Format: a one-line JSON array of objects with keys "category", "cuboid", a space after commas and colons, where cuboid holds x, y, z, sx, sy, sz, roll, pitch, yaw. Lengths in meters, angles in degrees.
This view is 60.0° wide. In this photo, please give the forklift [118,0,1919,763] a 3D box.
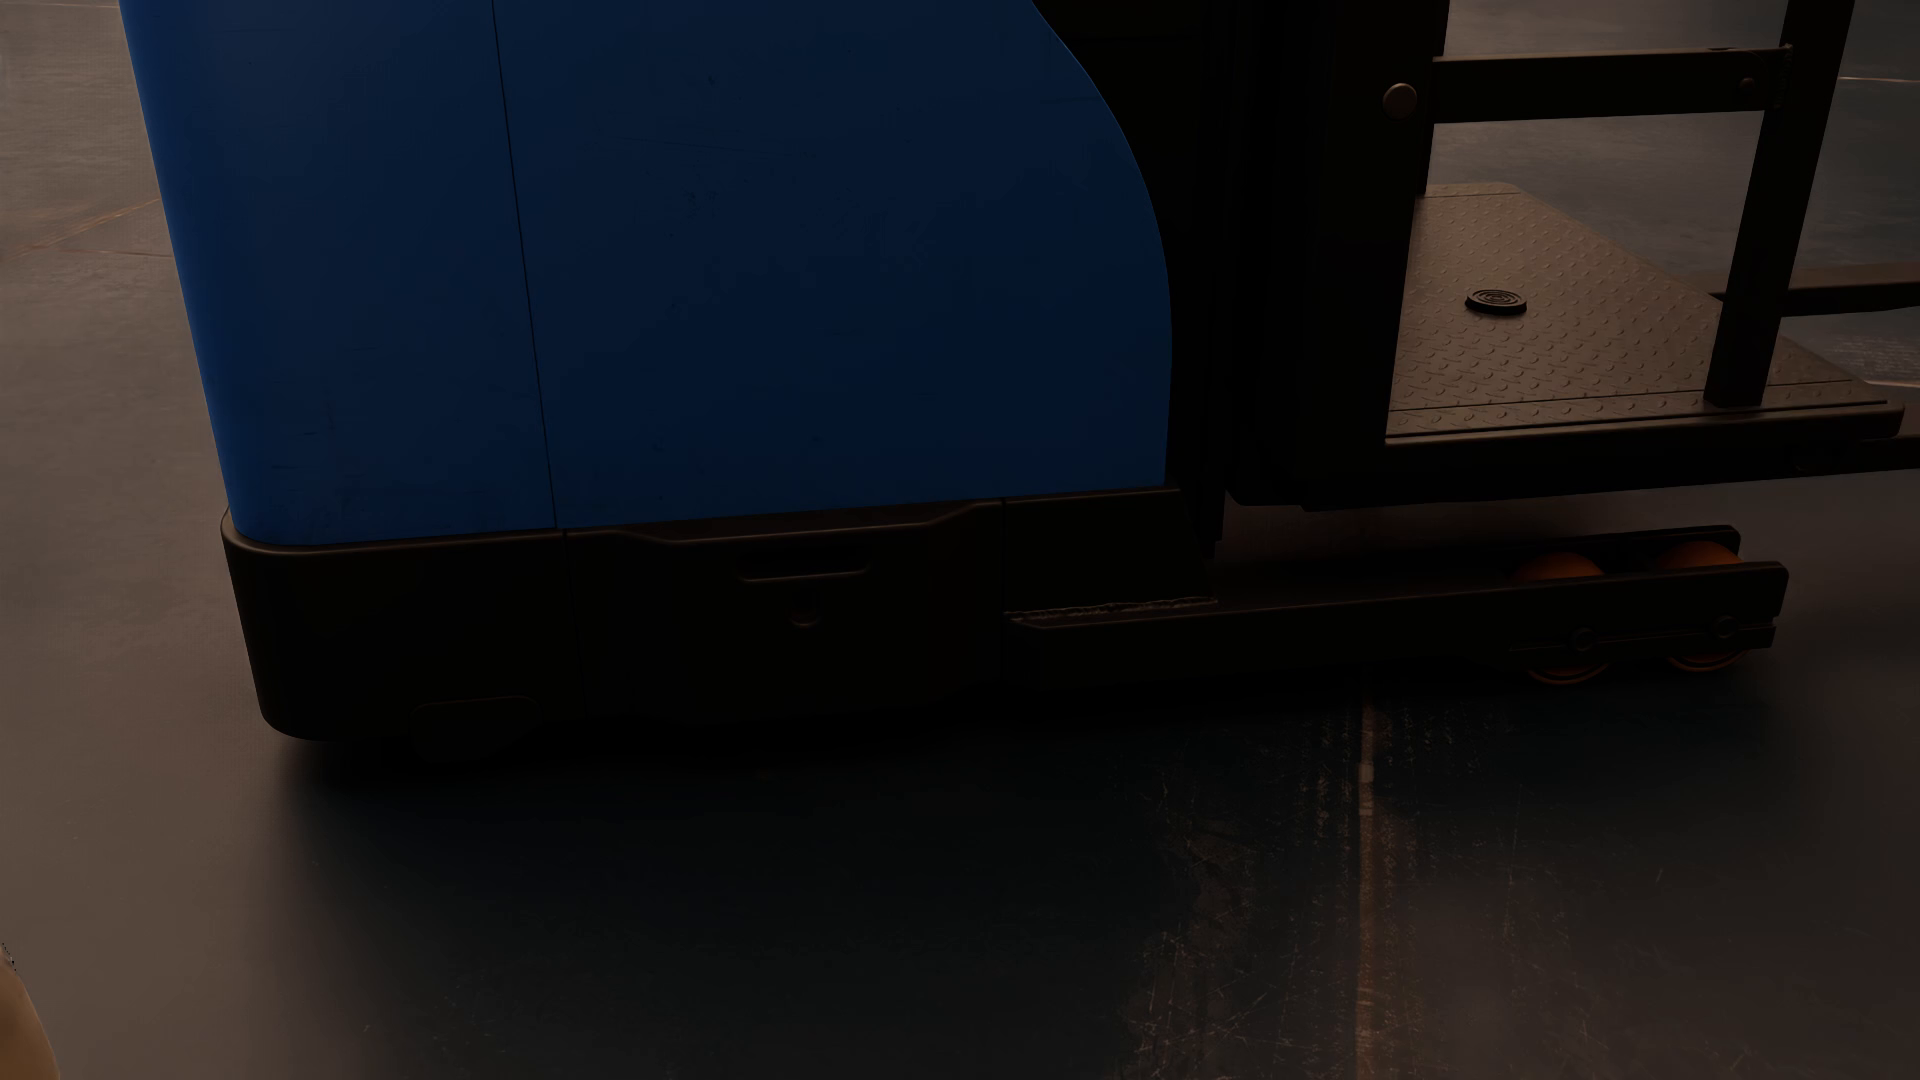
[{"category": "forklift", "cuboid": [0.600, -1.354, 1.930, 3.031, 2.935, 1.130, -4, 27, -9]}]
